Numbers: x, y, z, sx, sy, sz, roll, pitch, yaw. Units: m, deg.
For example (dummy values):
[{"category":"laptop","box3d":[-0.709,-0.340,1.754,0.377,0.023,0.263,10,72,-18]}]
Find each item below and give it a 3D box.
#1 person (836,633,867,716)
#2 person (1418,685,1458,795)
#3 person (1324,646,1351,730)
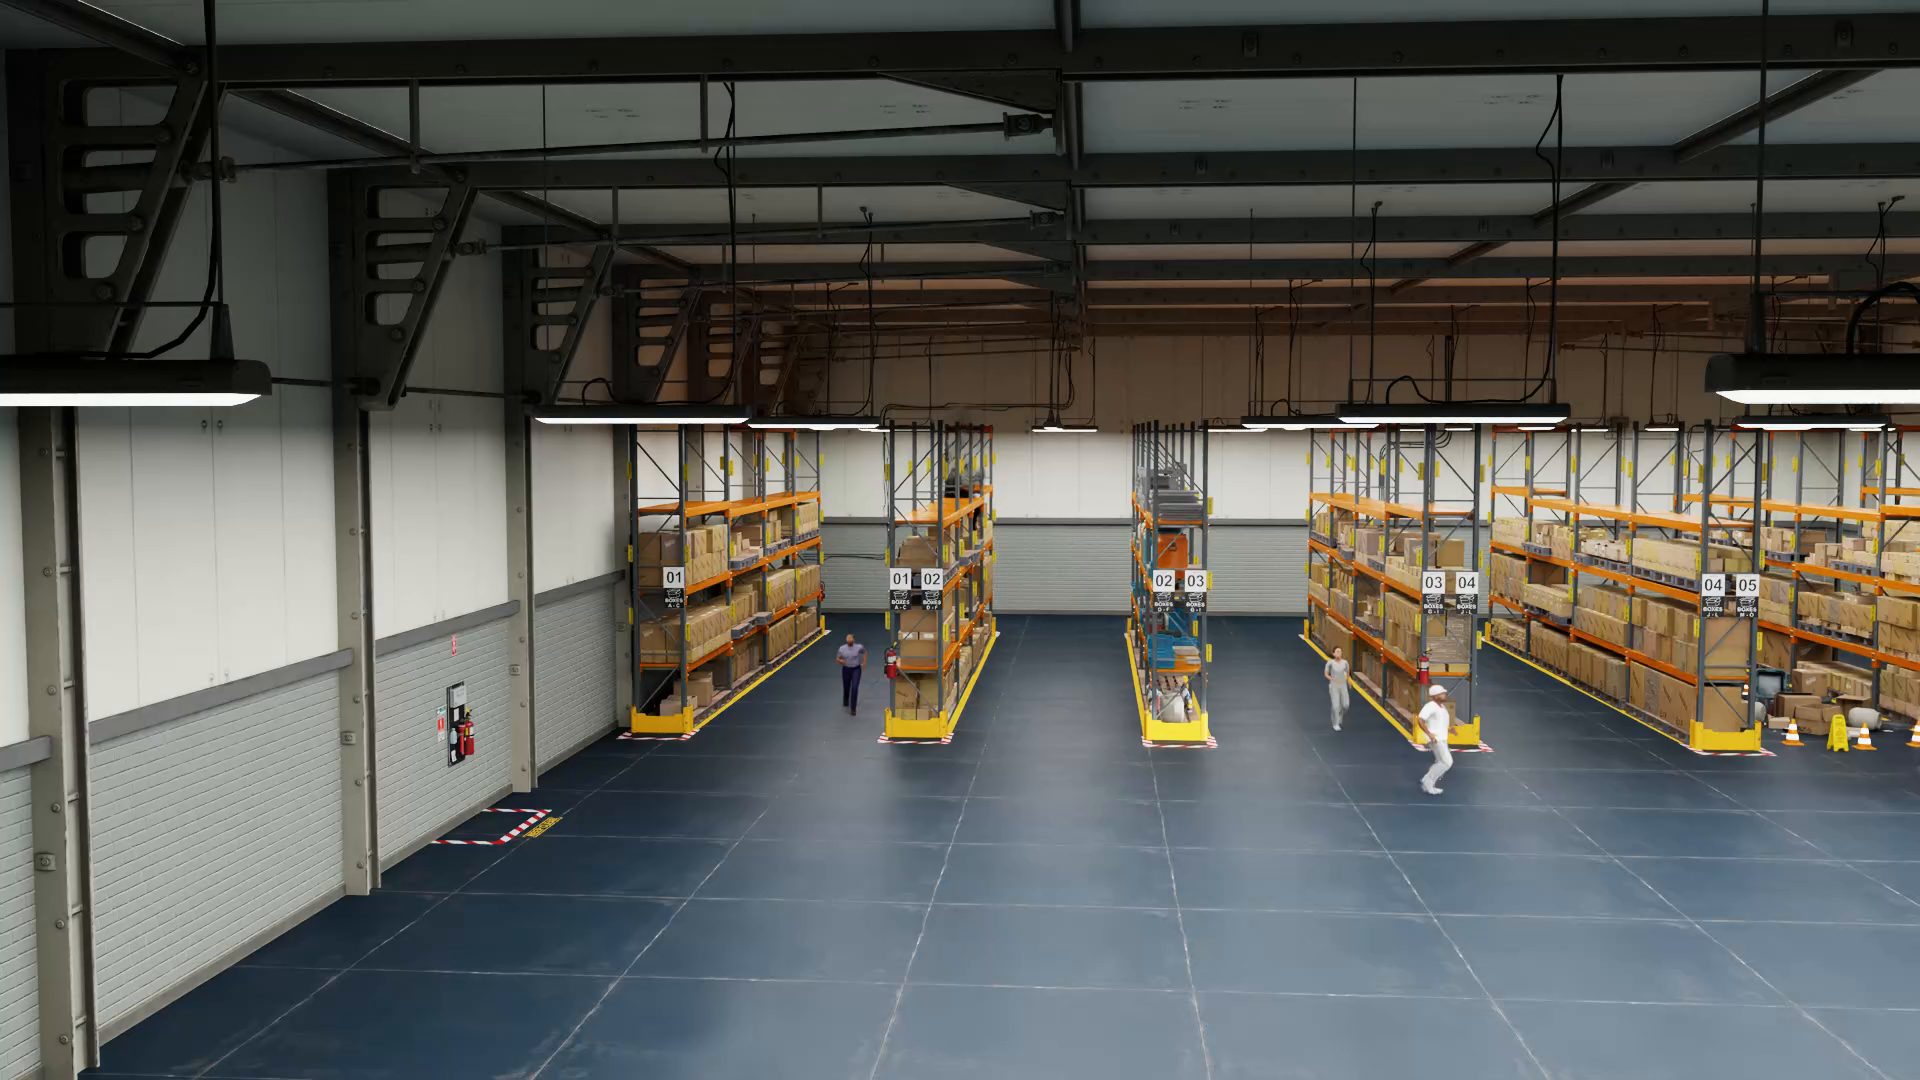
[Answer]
[{"category":"person","box3d":[-2.233,2.750,34.286,0.615,1.641,0.934,0,4,2]},{"category":"person","box3d":[7.622,3.183,26.432,0.534,1.749,0.679,2,4,32]},{"category":"person","box3d":[7.341,2.870,32.216,0.558,1.631,0.555,0,4,-6]}]
